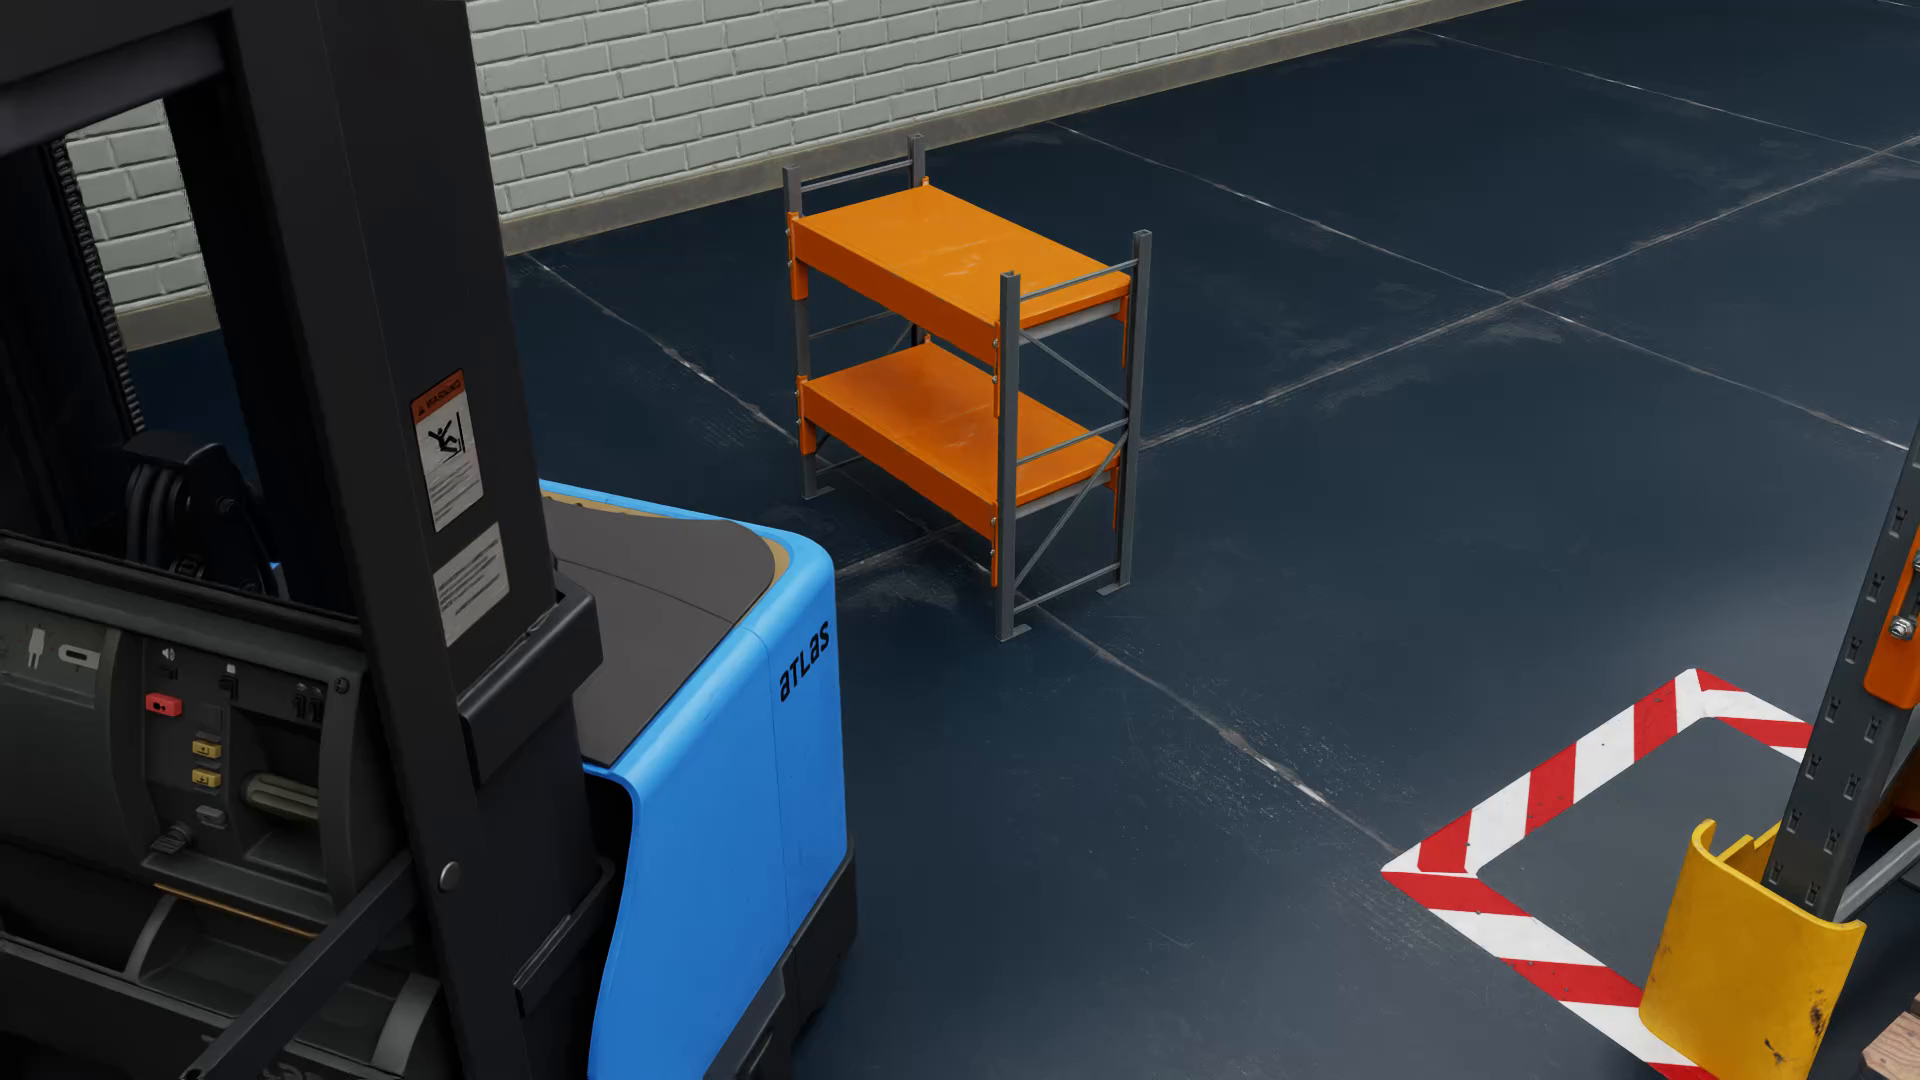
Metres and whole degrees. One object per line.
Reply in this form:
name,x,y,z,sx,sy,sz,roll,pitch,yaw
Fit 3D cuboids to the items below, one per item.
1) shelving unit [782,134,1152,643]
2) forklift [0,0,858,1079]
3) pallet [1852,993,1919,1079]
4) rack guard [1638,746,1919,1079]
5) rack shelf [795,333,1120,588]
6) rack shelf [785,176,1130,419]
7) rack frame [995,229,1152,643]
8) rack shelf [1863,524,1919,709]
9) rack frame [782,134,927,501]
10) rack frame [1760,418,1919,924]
shelving unit,-0.004,-0.481,4.958,0.538,1.125,1.048,-22,38,-31
forklift,-1.234,0.297,1.994,1.130,2.935,3.031,12,34,18
pallet,2.507,1.182,3.146,1.003,0.211,1.213,-22,38,-31
rack guard,2.007,0.698,3.653,1.175,0.500,0.348,-22,38,-31
rack shelf,-0.004,-0.273,5.087,0.538,0.278,1.000,-22,38,-31
rack shelf,-0.004,-0.729,4.803,0.538,0.278,1.000,-22,38,-31
rack frame,0.308,-0.269,4.617,0.500,1.125,0.032,-22,38,-31
rack shelf,3.259,0.781,1.832,1.077,0.370,4.000,-22,38,-31
rack frame,-0.316,-0.693,5.299,0.500,1.125,0.032,-22,38,-31
rack frame,2.032,-0.359,2.984,1.000,3.000,0.127,-22,38,-31
